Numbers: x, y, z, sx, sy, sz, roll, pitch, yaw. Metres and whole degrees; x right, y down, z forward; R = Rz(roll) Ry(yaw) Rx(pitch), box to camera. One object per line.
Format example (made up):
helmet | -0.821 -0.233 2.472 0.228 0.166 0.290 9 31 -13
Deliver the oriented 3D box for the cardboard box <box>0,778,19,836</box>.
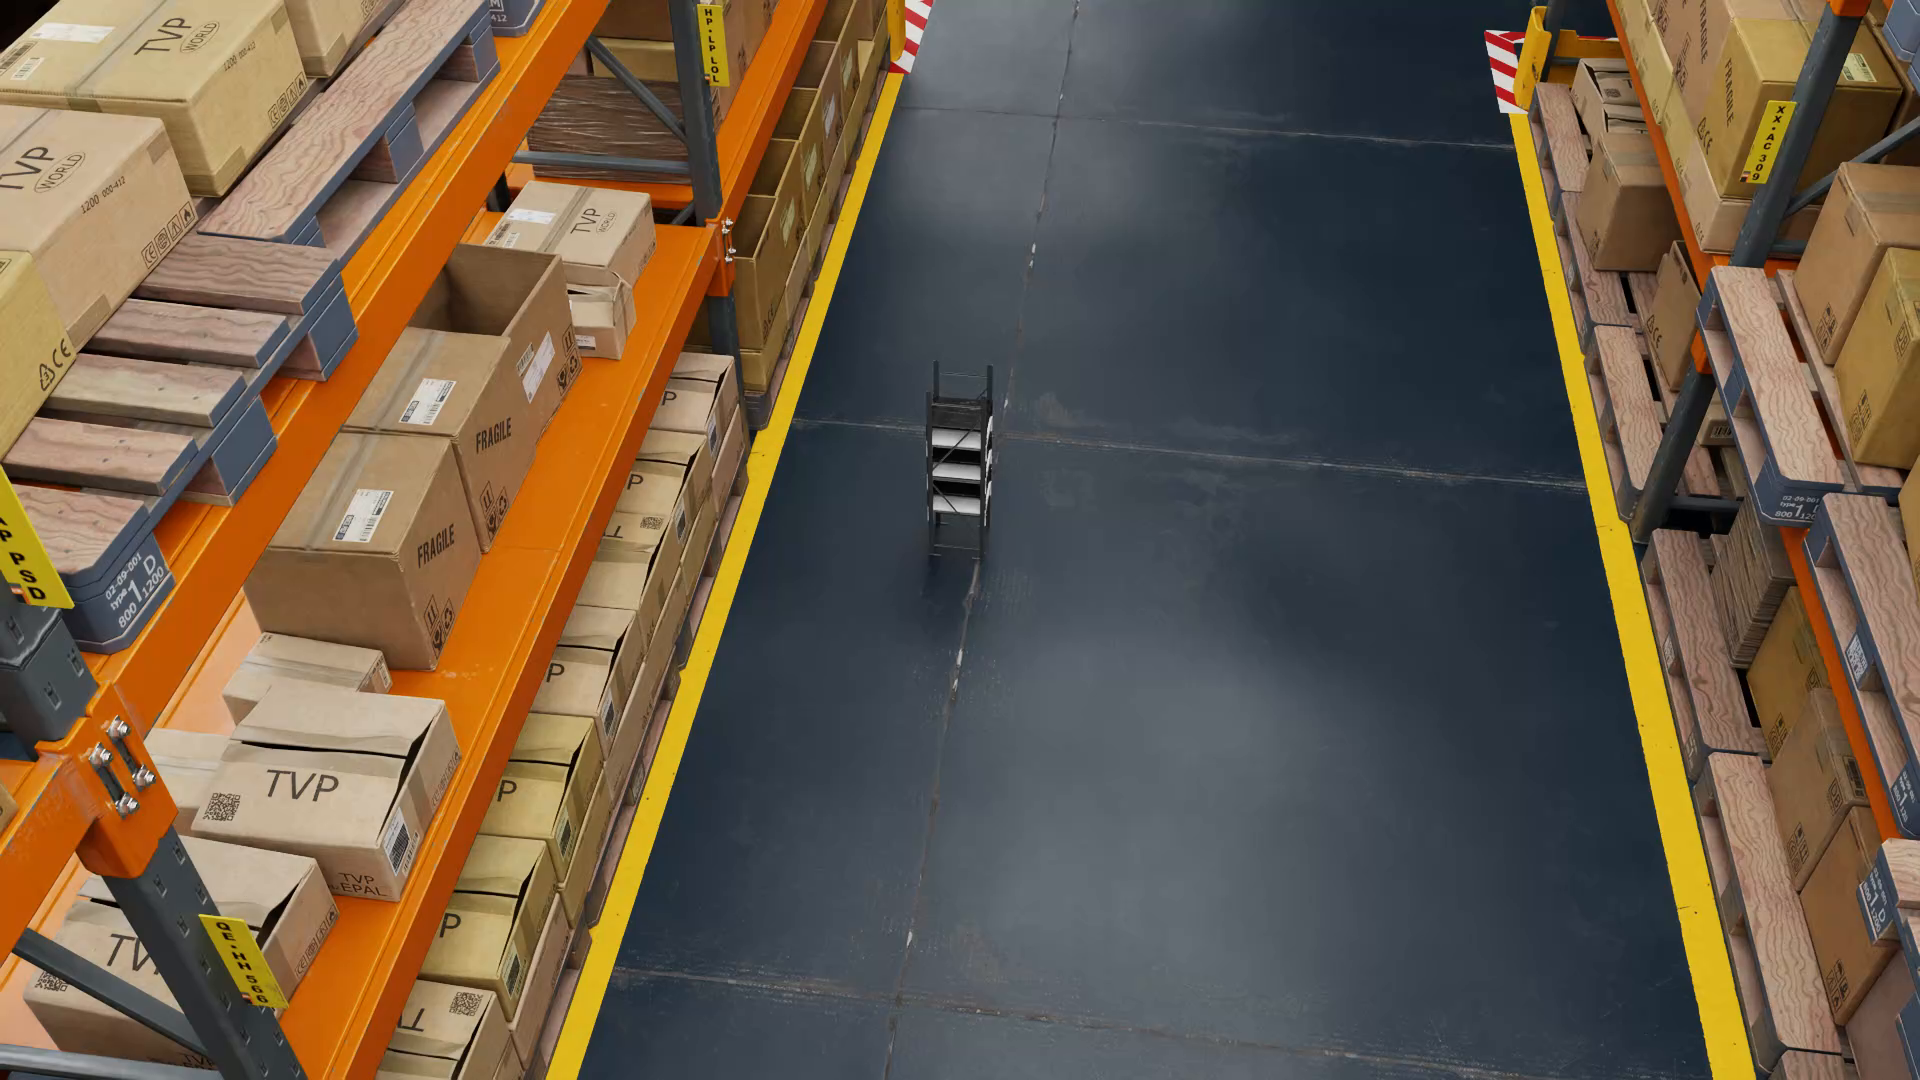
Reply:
cardboard box | -2.025 0.387 2.427 0.910 0.500 0.500 5 44 6

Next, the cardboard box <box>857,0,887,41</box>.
cardboard box | -0.719 -3.274 9.697 0.500 0.500 0.500 5 44 6

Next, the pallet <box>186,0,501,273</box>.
pallet | -1.855 -1.041 4.146 1.003 0.211 1.213 7 44 7

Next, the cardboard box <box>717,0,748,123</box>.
cardboard box | -1.356 -2.213 7.355 0.700 0.500 0.500 5 44 5

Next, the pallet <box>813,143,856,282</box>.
pallet | -1.166 -1.873 9.097 1.003 0.211 1.213 5 44 6

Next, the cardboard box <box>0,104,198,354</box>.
cardboard box | -1.945 -0.648 3.397 0.500 0.250 0.500 6 44 7

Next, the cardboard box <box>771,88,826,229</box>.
cardboard box | -0.968 -1.909 8.256 0.500 0.500 0.500 5 44 6

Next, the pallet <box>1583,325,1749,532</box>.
pallet | 3.493 -0.514 7.662 1.003 0.211 1.213 5 44 6

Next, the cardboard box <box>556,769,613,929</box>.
cardboard box | -1.512 1.030 5.697 0.500 0.250 0.500 4 44 4

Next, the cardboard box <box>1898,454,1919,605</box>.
cardboard box | 3.201 -0.087 4.789 0.700 0.500 0.500 11 45 11

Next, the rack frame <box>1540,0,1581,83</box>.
rack frame | 3.968 -3.792 9.095 1.000 3.000 0.127 5 44 6

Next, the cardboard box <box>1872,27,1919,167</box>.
cardboard box | 3.708 -1.593 6.322 0.500 0.500 0.500 4 44 5

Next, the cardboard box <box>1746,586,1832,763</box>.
cardboard box | 3.340 0.542 6.016 0.700 0.500 0.500 4 44 5

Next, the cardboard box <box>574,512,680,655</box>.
cardboard box | -1.372 0.126 6.244 0.500 0.311 0.500 5 44 5

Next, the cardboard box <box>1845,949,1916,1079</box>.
cardboard box | 3.137 1.572 4.928 0.700 0.500 0.500 5 44 5

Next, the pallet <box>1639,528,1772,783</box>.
pallet | 3.338 0.477 6.615 1.003 0.211 1.213 5 44 6

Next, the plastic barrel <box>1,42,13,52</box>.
plastic barrel | -5.930 -3.145 9.916 0.421 0.512 0.421 0 43 0

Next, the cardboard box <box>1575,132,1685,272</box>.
cardboard box | 3.565 -1.697 8.381 0.700 0.500 0.500 3 44 3

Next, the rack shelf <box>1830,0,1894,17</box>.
rack shelf | 3.175 -0.531 3.993 1.077 0.370 4.000 5 44 6

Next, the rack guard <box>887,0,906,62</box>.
rack guard | -0.940 -3.349 10.445 1.175 0.500 0.348 5 44 6

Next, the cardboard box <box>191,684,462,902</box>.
cardboard box | -1.690 0.653 4.466 0.500 0.311 0.500 5 44 5

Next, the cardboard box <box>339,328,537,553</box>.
cardboard box | -1.725 -0.328 5.364 0.500 0.500 0.500 5 44 6

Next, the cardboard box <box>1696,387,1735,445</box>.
cardboard box | 3.480 -0.564 7.427 0.380 0.166 0.250 0 43 0

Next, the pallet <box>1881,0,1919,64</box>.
pallet | 3.252 -1.676 4.816 1.213 0.211 1.003 5 44 6

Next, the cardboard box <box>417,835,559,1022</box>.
cardboard box | -1.579 1.166 5.146 0.500 0.311 0.500 4 44 4

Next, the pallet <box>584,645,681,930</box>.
pallet | -1.689 0.838 6.233 1.003 0.211 1.213 5 44 6

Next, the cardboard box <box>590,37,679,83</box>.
cardboard box | -1.244 -1.951 6.607 0.380 0.149 0.250 5 44 5

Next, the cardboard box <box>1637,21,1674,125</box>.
cardboard box | 3.326 -2.052 7.352 0.500 0.250 0.500 5 44 5

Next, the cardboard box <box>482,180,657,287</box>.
cardboard box | -1.494 -1.120 6.382 0.500 0.250 0.500 8 44 8

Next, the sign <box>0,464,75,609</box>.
sign | -1.463 -0.014 2.548 0.100 0.325 0.005 5 44 6

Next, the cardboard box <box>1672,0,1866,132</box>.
cardboard box | 3.255 -1.982 6.733 0.500 0.500 0.500 5 44 5

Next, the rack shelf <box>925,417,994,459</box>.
rack shelf | -0.001 -0.428 6.856 0.258 0.077 0.200 5 44 6

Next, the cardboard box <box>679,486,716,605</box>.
cardboard box | -1.308 -0.014 6.800 0.500 0.250 0.500 5 44 5

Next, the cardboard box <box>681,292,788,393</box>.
cardboard box | -1.110 -0.956 7.795 0.500 0.250 0.500 5 44 6

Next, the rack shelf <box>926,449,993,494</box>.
rack shelf | -0.001 -0.297 6.980 0.258 0.077 0.200 5 44 6

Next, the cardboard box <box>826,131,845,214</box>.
cardboard box | -0.907 -1.978 8.874 0.500 0.250 0.500 5 44 6

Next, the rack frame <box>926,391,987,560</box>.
rack frame | -0.015 -0.252 6.884 0.240 0.900 0.006 5 44 6

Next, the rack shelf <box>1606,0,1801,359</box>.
rack shelf | 3.703 -2.168 7.903 1.077 0.370 4.000 5 44 6

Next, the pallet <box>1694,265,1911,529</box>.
pallet | 3.194 -0.489 5.746 1.003 0.211 1.213 5 44 6

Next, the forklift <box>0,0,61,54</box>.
forklift | -3.740 -1.158 6.364 1.130 2.935 3.031 11 45 11

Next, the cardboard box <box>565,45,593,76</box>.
cardboard box | -1.648 -1.990 6.648 0.380 0.149 0.250 5 44 5

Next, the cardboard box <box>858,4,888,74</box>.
cardboard box | -0.721 -3.002 9.955 0.500 0.250 0.500 5 44 6

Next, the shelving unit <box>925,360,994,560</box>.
shelving unit | -0.001 -0.321 6.957 0.258 0.900 0.210 5 44 6

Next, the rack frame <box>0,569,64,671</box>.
rack frame | -2.001 -0.966 1.748 1.000 3.000 0.127 5 44 6
